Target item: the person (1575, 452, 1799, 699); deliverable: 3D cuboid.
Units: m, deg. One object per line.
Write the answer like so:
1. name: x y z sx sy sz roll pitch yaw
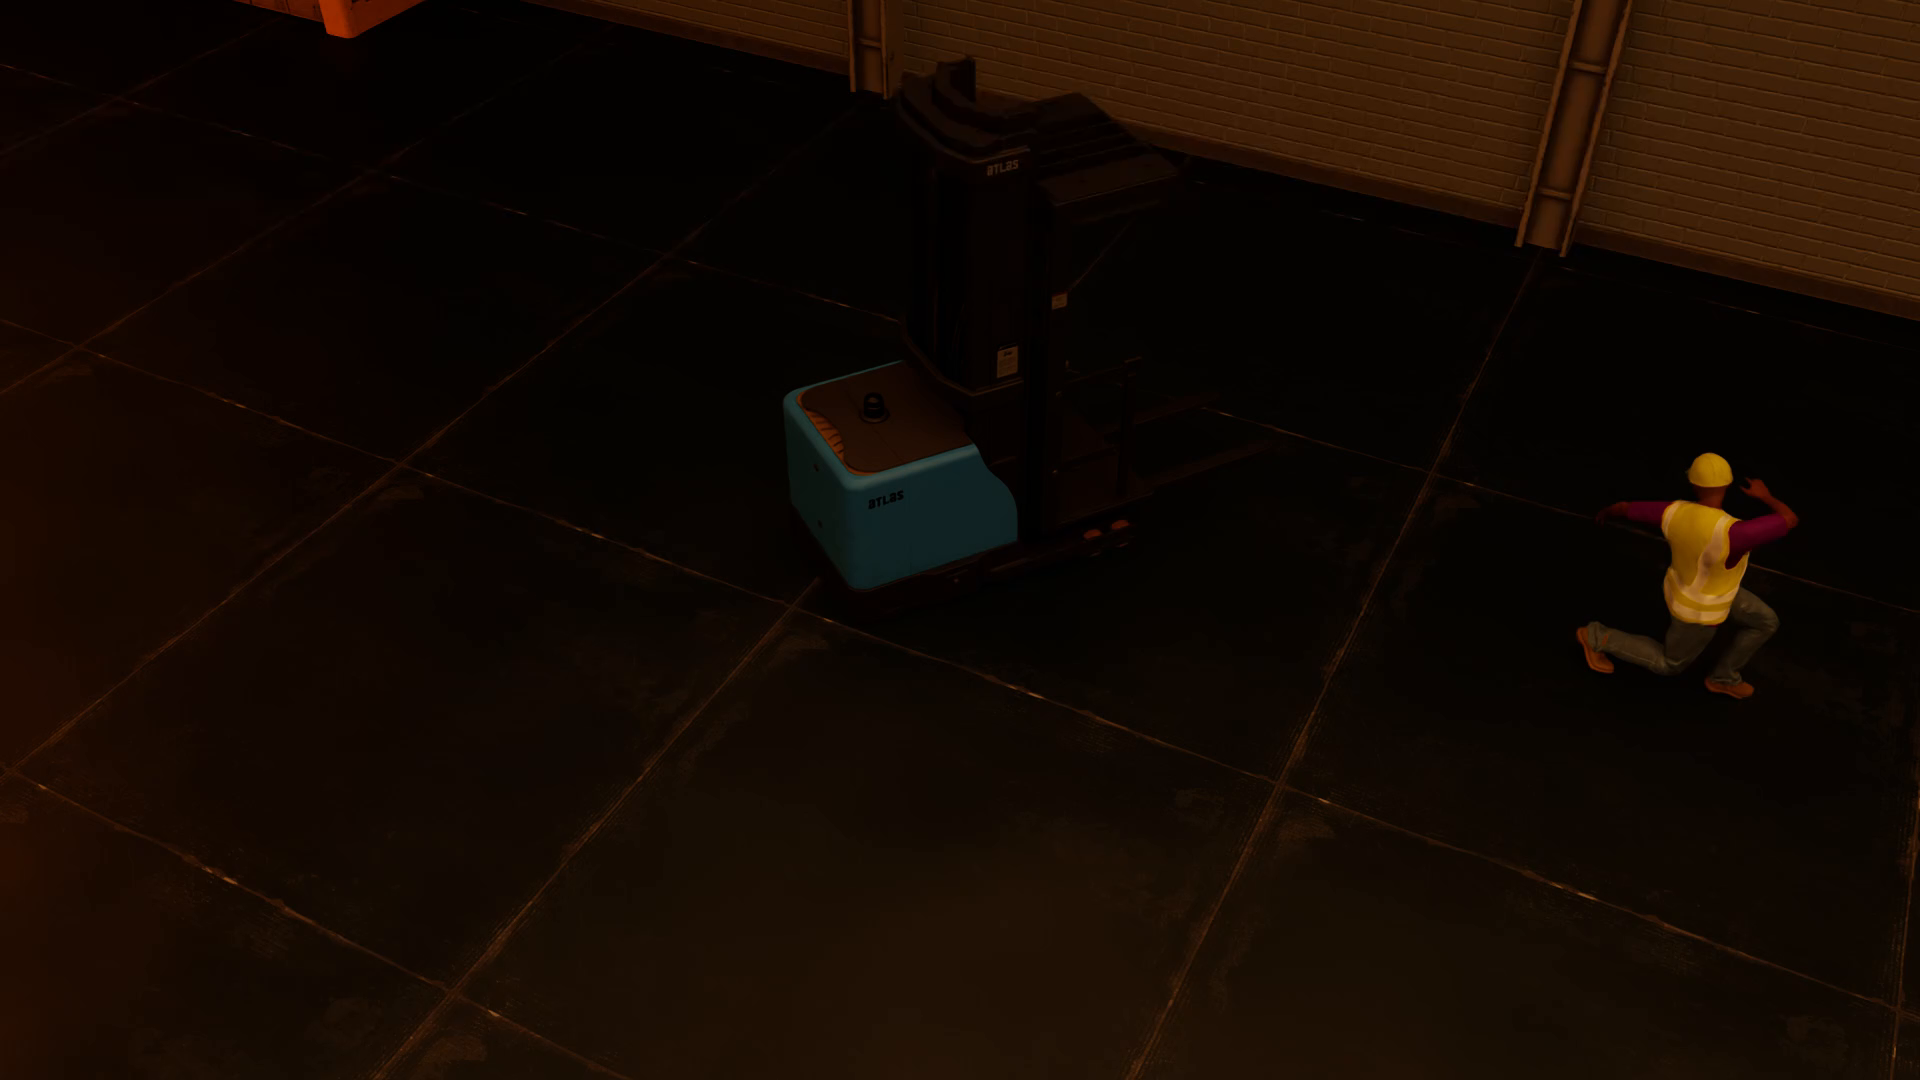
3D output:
1. person: 3.959 0.115 8.991 0.987 1.494 0.853 5 40 6

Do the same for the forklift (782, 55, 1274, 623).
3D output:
1. forklift: 0.509 -1.308 9.540 3.031 2.935 1.130 -18 43 -20
